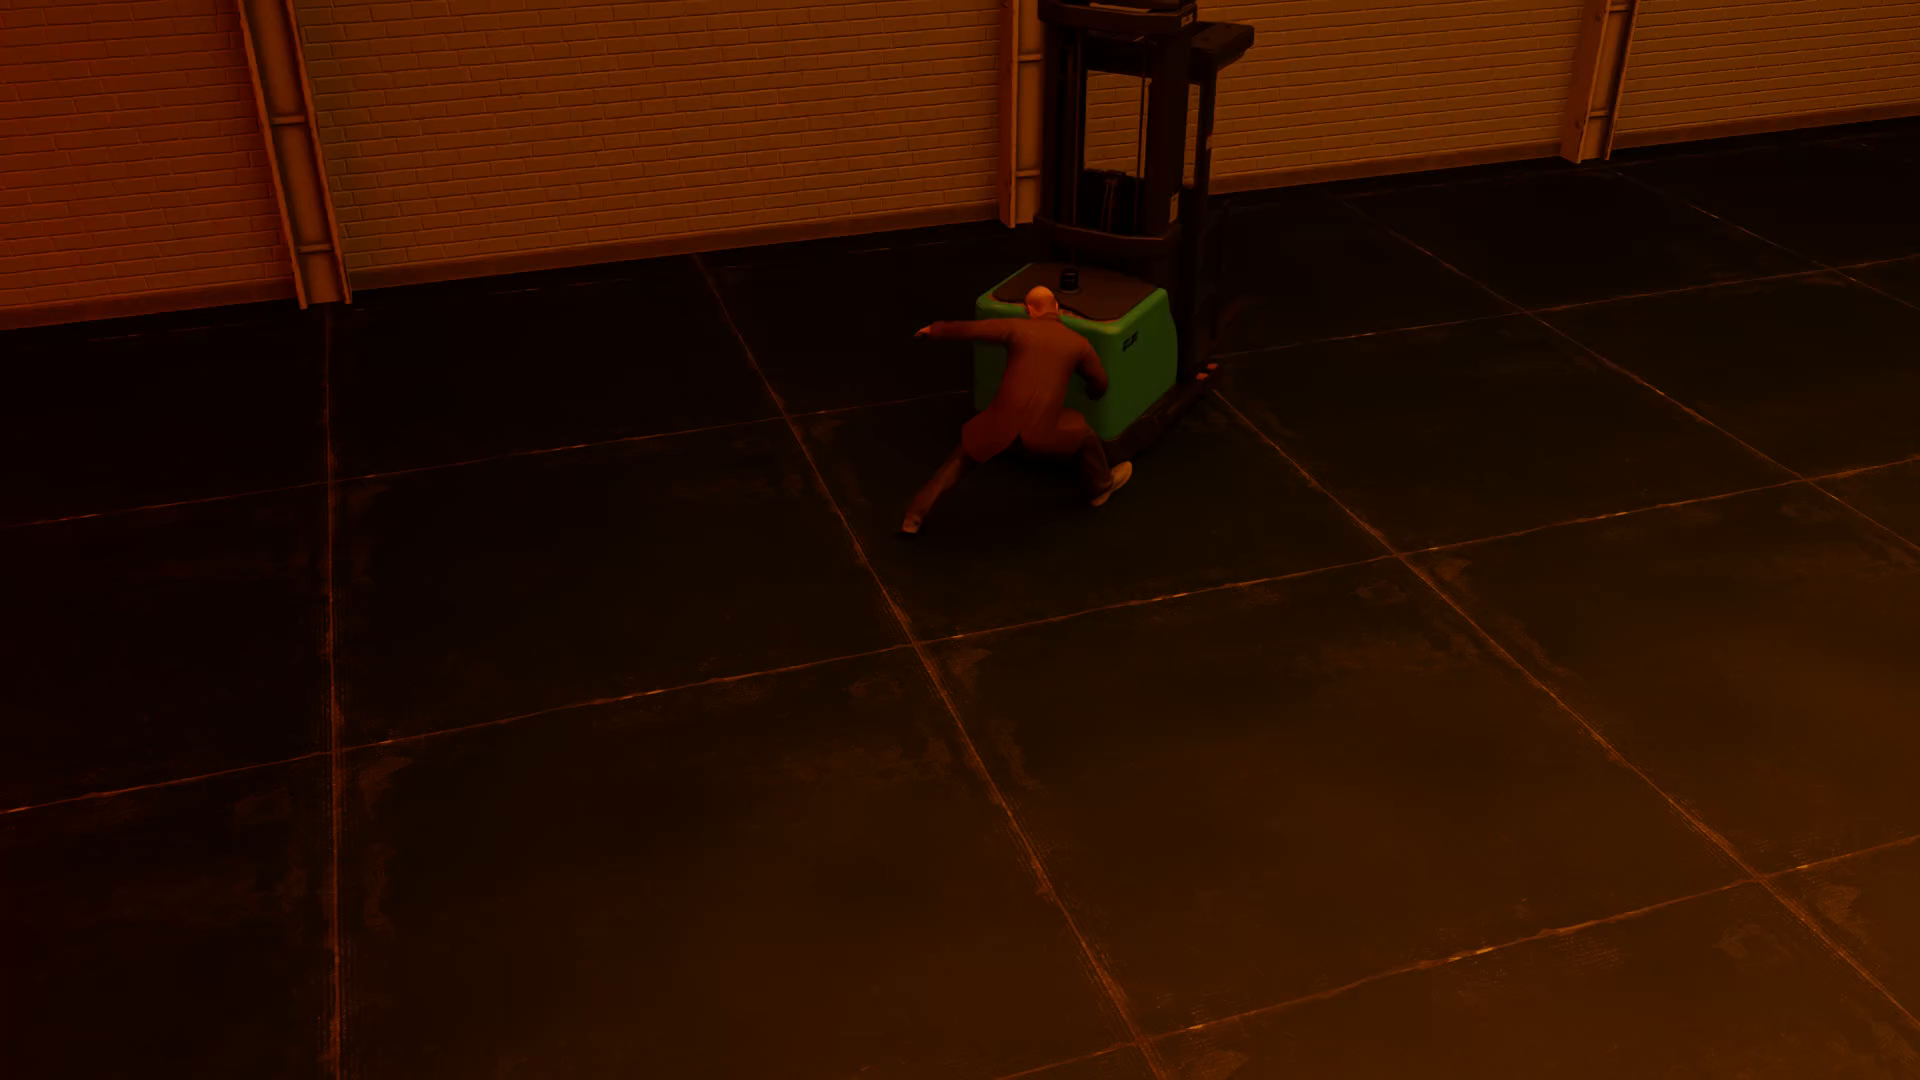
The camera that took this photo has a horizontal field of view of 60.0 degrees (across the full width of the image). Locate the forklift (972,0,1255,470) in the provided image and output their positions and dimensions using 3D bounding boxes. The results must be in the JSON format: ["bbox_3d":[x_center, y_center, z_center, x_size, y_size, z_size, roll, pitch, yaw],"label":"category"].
[{"bbox_3d":[1.239,-2.391,11.242,1.130,2.935,3.031,16,33,25],"label":"forklift"}]

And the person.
[{"bbox_3d":[0.369,-0.784,9.983,1.374,1.454,0.851,3,30,5],"label":"person"}]
